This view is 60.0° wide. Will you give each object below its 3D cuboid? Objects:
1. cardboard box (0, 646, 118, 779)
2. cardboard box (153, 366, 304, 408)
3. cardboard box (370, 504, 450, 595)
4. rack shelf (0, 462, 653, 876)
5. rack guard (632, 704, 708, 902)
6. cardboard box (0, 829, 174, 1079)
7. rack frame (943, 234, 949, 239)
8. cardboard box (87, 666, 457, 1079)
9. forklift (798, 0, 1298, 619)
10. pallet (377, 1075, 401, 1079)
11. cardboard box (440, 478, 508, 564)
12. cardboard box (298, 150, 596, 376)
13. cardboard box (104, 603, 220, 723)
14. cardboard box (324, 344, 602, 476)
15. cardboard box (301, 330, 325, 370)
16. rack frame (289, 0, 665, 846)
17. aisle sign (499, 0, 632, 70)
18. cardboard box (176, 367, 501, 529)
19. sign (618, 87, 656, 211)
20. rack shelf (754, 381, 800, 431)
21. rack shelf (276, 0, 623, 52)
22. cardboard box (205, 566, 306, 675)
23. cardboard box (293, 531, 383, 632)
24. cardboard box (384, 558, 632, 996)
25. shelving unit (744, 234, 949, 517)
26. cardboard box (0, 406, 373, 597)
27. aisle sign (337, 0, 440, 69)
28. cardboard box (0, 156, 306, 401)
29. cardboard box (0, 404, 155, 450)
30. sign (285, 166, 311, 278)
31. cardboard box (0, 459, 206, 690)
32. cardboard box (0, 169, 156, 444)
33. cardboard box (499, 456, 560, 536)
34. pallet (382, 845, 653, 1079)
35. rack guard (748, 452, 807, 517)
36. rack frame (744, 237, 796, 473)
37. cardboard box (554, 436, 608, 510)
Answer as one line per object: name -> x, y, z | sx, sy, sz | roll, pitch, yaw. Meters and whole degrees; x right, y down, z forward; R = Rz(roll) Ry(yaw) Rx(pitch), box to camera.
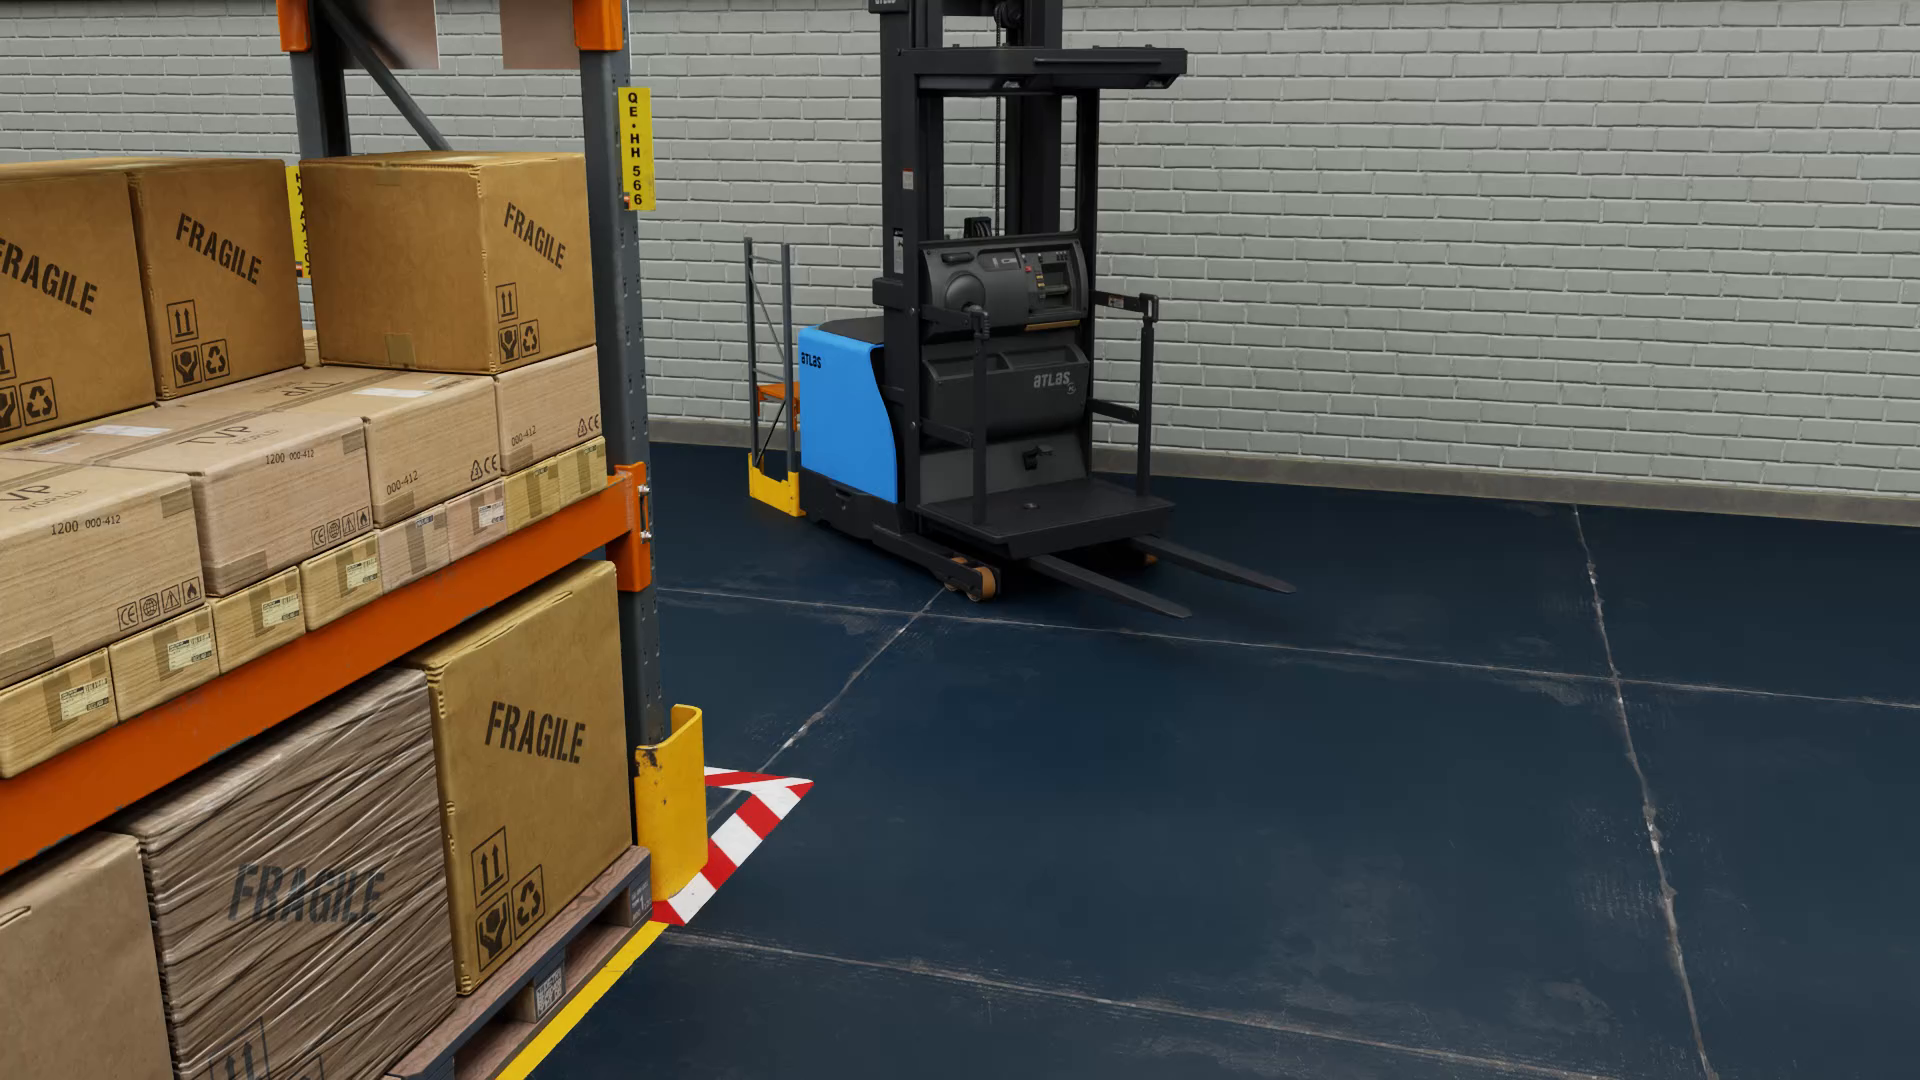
cardboard box -> -1.688, 0.273, 2.831 | 0.380, 0.149, 0.250 | 4, 16, 14
cardboard box -> -1.933, -0.265, 3.996 | 0.500, 0.250, 0.500 | 4, 16, 15
cardboard box -> -1.398, 0.004, 3.779 | 0.380, 0.149, 0.250 | 5, 17, 17
rack shelf -> -1.964, 0.434, 3.119 | 1.077, 0.370, 4.000 | 5, 16, 16
rack guard -> -1.389, 0.761, 5.229 | 1.175, 0.500, 0.348 | 5, 16, 16
cardboard box -> -2.013, 1.030, 2.826 | 0.875, 0.875, 0.875 | 5, 16, 16
rack frame -> -0.210, -1.072, 9.859 | 0.032, 1.500, 0.500 | -10, 19, -32
cardboard box -> -1.760, 0.797, 3.647 | 0.875, 0.875, 0.875 | 5, 16, 16
forklift -> 0.351, -1.268, 7.927 | 1.130, 2.935, 3.031 | -10, 19, -32
pallet -> -1.897, 1.440, 3.366 | 1.003, 0.211, 1.213 | 5, 16, 16
cardboard box -> -1.327, -0.061, 4.009 | 0.380, 0.149, 0.250 | 5, 16, 16
cardboard box -> -1.282, -0.719, 4.222 | 0.500, 0.500, 0.500 | 5, 17, 17
cardboard box -> -1.616, 0.205, 3.072 | 0.380, 0.149, 0.250 | 5, 17, 17
cardboard box -> -1.279, -0.359, 4.326 | 0.500, 0.250, 0.500 | 4, 16, 15
cardboard box -> -1.791, -0.401, 4.477 | 0.500, 0.250, 0.500 | 4, 16, 14
rack frame -> -1.396, -0.435, 4.866 | 1.000, 3.000, 0.127 | 5, 16, 16
aisle sign -> -1.088, -1.681, 4.495 | 0.394, 0.787, 0.004 | 5, 16, 16
cardboard box -> -1.424, -0.226, 3.858 | 0.500, 0.250, 0.500 | 4, 16, 15
sign -> -0.880, -1.060, 4.514 | 0.100, 0.325, 0.005 | 5, 16, 16
rack shelf -> -0.637, -0.823, 9.642 | 1.000, 0.185, 0.538 | -10, 19, -32
rack shelf -> -1.964, -1.009, 2.710 | 1.077, 0.370, 4.000 | 5, 16, 16
cardboard box -> -1.544, 0.140, 3.300 | 0.380, 0.149, 0.250 | 5, 16, 16
cardboard box -> -1.470, 0.072, 3.539 | 0.380, 0.149, 0.250 | 4, 16, 15
cardboard box -> -1.501, 0.559, 4.486 | 0.875, 0.875, 0.875 | 5, 16, 16
shelving unit -> -0.629, -0.998, 9.598 | 1.083, 1.500, 0.587 | -10, 19, -32
cardboard box -> -1.568, -0.093, 3.389 | 0.500, 0.250, 0.500 | 4, 16, 14
aisle sign -> -1.663, -1.728, 4.660 | 0.394, 0.787, 0.004 | 5, 16, 16
cardboard box -> -1.933, -0.631, 3.913 | 0.500, 0.500, 0.500 | 4, 16, 15
cardboard box -> -2.079, -0.134, 3.533 | 0.500, 0.250, 0.500 | 4, 16, 14
sign -> -1.926, -0.934, 4.894 | 0.100, 0.325, 0.005 | 5, 16, 16
cardboard box -> -1.712, 0.044, 2.907 | 0.500, 0.250, 0.500 | 5, 16, 16
cardboard box -> -2.075, -0.495, 3.434 | 0.500, 0.500, 0.500 | 4, 16, 14
cardboard box -> -1.254, -0.127, 4.241 | 0.380, 0.149, 0.250 | 5, 17, 16
pallet -> -1.548, 1.122, 4.487 | 1.003, 0.211, 1.213 | 5, 16, 16
rack guard -> -1.047, -0.322, 9.508 | 0.087, 0.250, 0.587 | -10, 19, -32
rack frame -> -1.063, -0.921, 9.327 | 0.032, 1.500, 0.500 | -10, 19, -32
cardboard box -> -1.182, -0.195, 4.482 | 0.380, 0.149, 0.250 | 5, 17, 17
